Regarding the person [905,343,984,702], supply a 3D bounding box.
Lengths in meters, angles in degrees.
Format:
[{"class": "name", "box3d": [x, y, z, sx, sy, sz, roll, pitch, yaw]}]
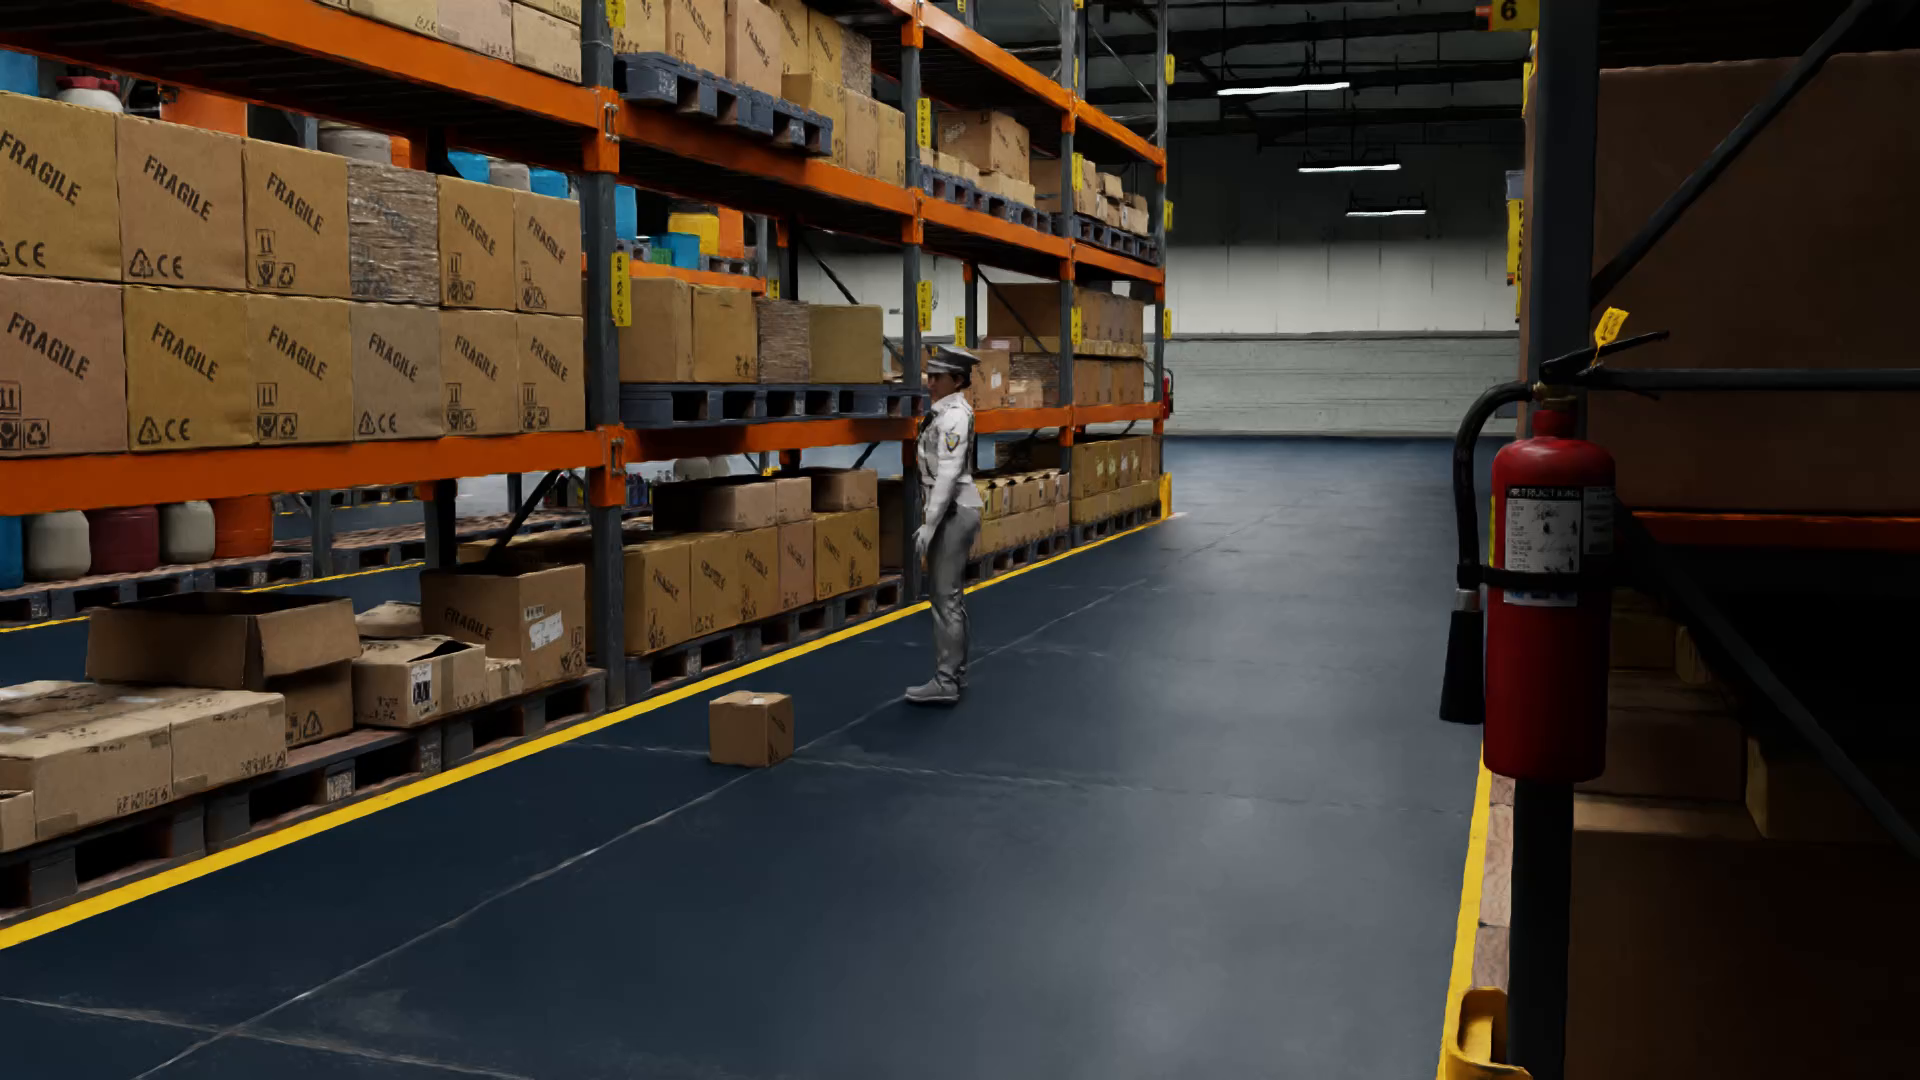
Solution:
[{"class": "person", "box3d": [-0.074, -0.064, 7.849, 0.376, 1.714, 0.527, 0, 5, 1]}]
